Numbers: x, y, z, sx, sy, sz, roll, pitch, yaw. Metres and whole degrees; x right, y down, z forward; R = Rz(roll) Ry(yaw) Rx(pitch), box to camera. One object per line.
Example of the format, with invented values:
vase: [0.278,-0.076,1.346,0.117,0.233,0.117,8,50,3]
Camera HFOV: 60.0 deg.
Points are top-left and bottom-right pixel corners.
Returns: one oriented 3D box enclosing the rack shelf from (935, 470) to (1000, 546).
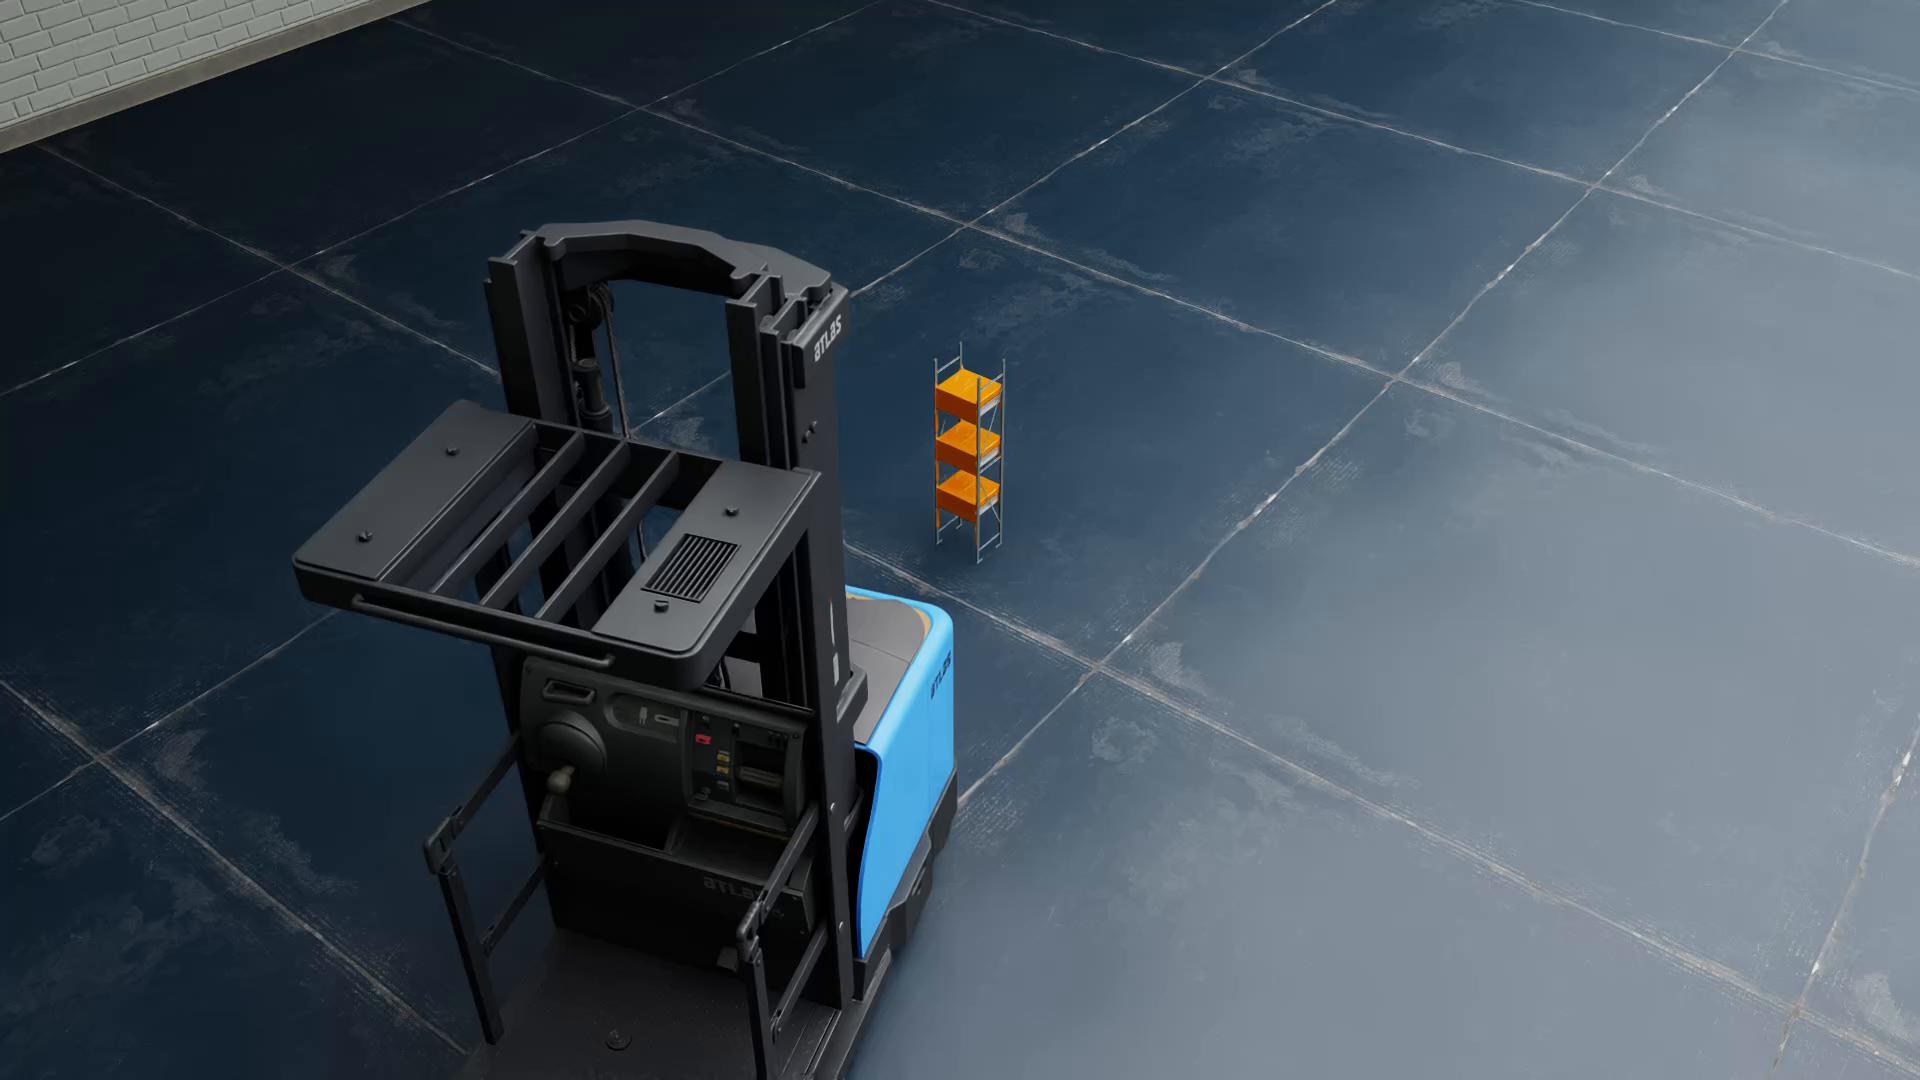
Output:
rack shelf: [0.042,-0.166,7.939,0.240,0.259,0.215,25,45,29]

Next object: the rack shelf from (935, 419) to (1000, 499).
rack shelf: [0.042,-0.385,7.768,0.240,0.259,0.215,25,45,29]

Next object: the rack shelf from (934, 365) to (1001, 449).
rack shelf: [0.042,-0.608,7.593,0.240,0.259,0.215,25,45,29]

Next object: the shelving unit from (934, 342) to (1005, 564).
shelving unit: [0.042,-0.393,7.762,0.252,1.050,0.215,25,45,29]

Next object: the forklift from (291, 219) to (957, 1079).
forklift: [-0.968,0.703,4.836,1.130,2.935,3.031,12,40,15]

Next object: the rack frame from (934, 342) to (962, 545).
rack frame: [-0.054,-0.439,7.820,0.008,1.050,0.200,25,45,29]

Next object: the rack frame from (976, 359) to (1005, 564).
rack frame: [0.139,-0.348,7.703,0.008,1.050,0.200,25,45,29]
